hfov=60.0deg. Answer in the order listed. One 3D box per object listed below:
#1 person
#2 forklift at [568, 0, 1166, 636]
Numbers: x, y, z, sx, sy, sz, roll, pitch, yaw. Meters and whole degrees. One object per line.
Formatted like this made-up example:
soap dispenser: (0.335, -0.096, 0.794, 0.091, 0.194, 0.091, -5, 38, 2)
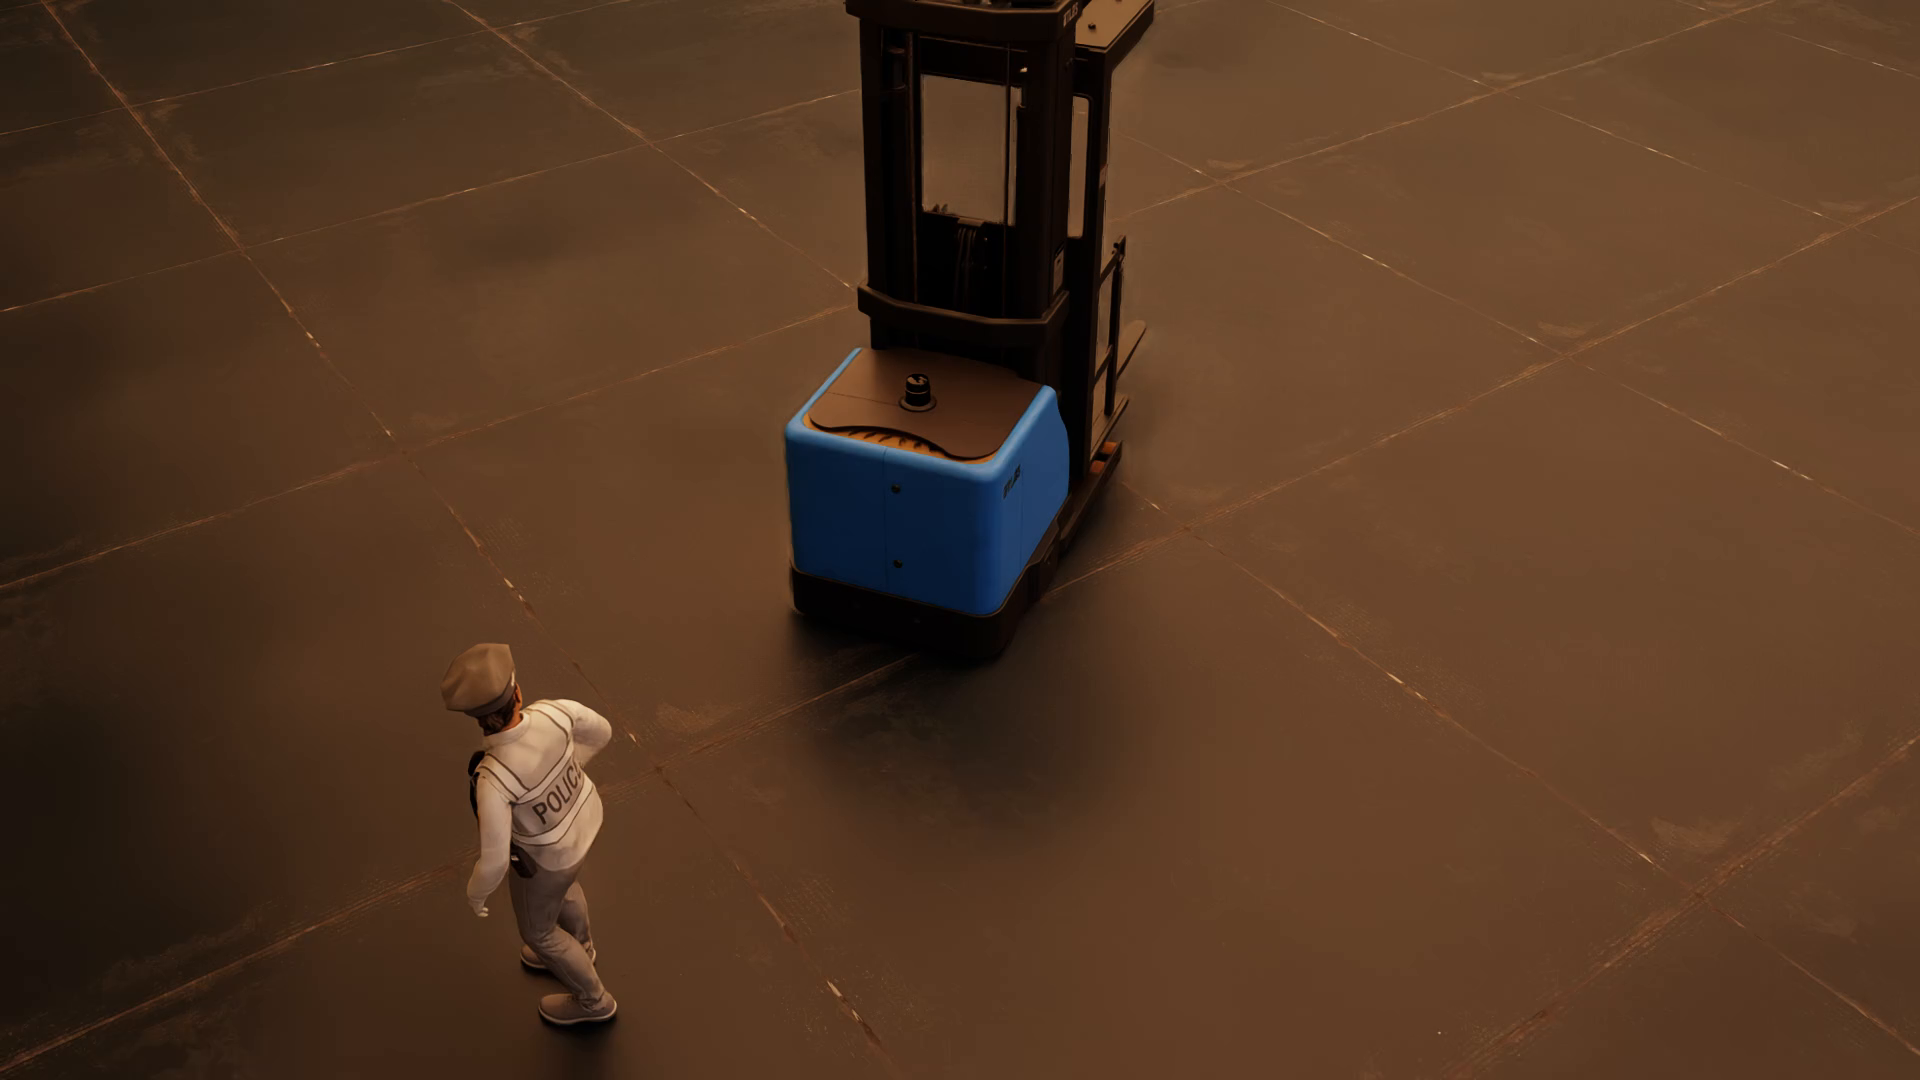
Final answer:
person: (-1.404, 1.004, 5.635, 0.337, 1.692, 0.464, 10, 38, 13)
forklift: (-0.573, -1.336, 7.751, 3.031, 2.935, 1.130, 17, 40, 21)
